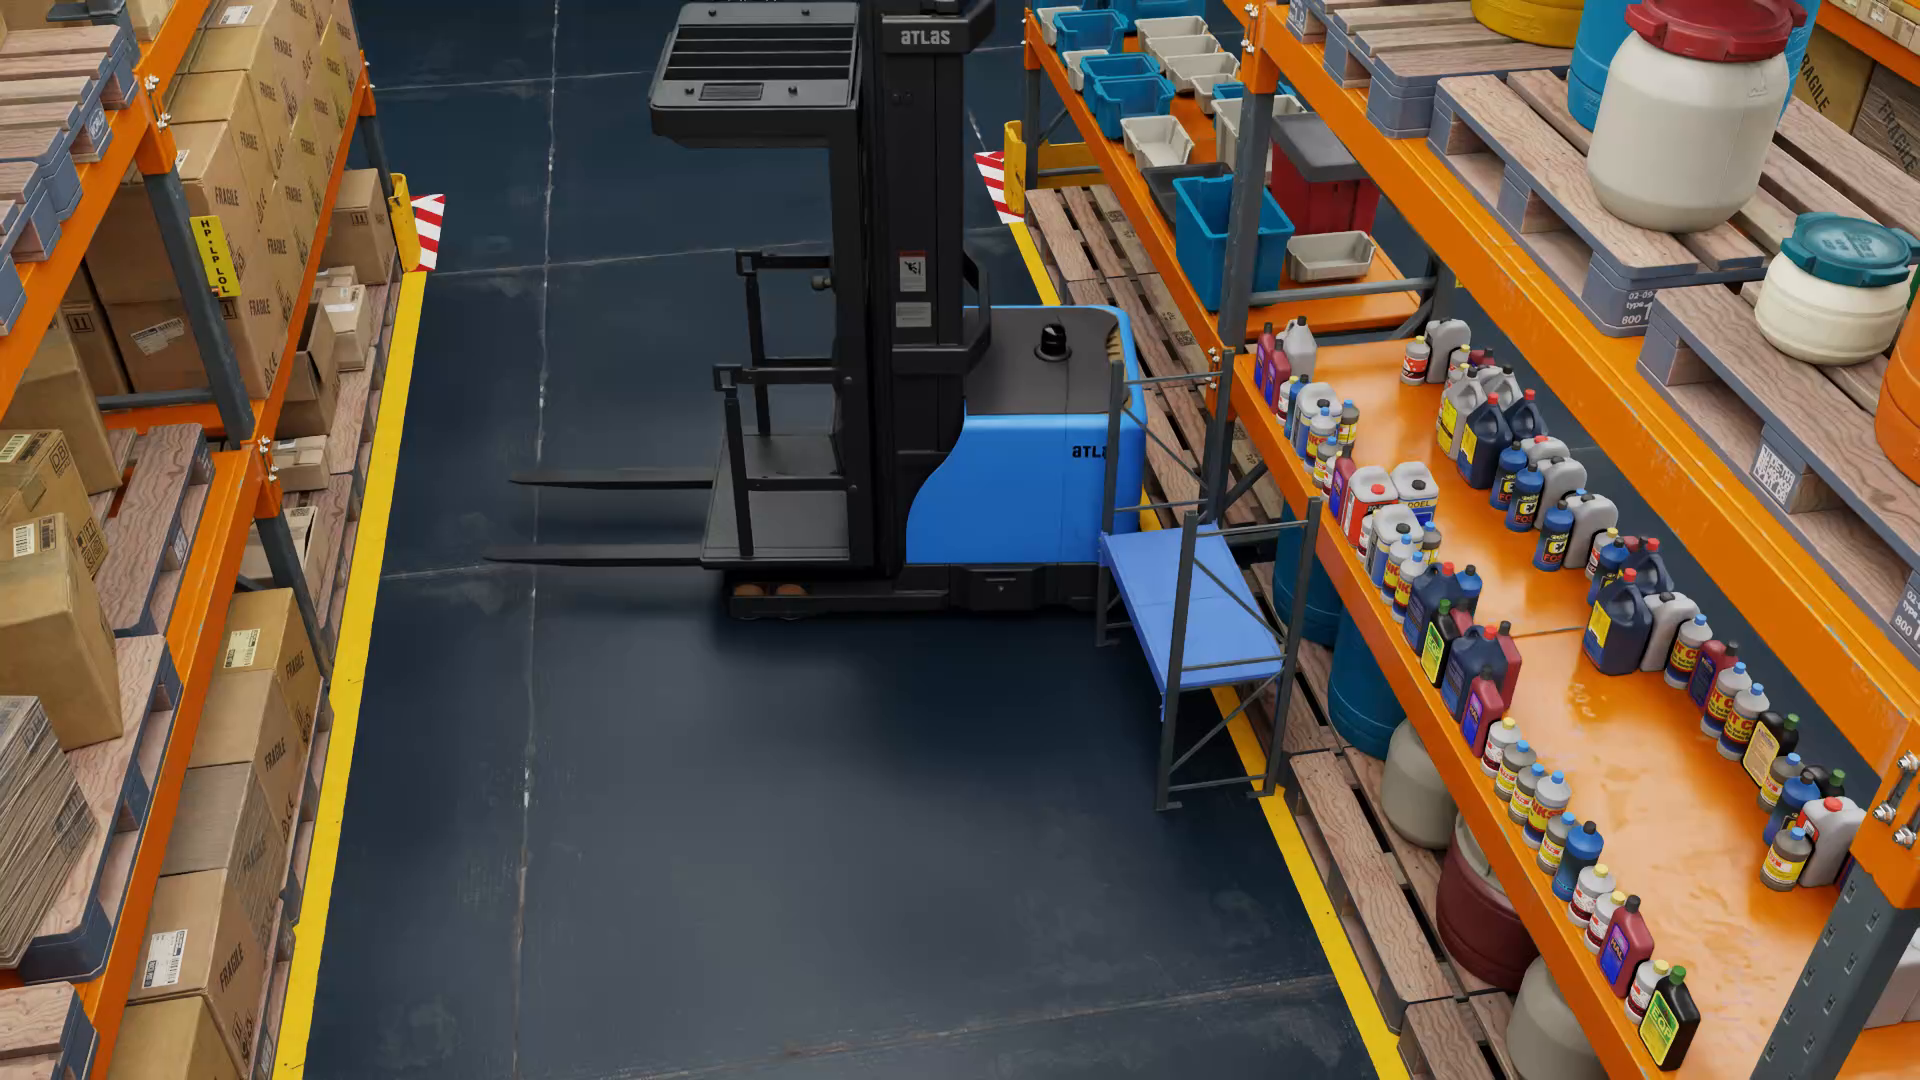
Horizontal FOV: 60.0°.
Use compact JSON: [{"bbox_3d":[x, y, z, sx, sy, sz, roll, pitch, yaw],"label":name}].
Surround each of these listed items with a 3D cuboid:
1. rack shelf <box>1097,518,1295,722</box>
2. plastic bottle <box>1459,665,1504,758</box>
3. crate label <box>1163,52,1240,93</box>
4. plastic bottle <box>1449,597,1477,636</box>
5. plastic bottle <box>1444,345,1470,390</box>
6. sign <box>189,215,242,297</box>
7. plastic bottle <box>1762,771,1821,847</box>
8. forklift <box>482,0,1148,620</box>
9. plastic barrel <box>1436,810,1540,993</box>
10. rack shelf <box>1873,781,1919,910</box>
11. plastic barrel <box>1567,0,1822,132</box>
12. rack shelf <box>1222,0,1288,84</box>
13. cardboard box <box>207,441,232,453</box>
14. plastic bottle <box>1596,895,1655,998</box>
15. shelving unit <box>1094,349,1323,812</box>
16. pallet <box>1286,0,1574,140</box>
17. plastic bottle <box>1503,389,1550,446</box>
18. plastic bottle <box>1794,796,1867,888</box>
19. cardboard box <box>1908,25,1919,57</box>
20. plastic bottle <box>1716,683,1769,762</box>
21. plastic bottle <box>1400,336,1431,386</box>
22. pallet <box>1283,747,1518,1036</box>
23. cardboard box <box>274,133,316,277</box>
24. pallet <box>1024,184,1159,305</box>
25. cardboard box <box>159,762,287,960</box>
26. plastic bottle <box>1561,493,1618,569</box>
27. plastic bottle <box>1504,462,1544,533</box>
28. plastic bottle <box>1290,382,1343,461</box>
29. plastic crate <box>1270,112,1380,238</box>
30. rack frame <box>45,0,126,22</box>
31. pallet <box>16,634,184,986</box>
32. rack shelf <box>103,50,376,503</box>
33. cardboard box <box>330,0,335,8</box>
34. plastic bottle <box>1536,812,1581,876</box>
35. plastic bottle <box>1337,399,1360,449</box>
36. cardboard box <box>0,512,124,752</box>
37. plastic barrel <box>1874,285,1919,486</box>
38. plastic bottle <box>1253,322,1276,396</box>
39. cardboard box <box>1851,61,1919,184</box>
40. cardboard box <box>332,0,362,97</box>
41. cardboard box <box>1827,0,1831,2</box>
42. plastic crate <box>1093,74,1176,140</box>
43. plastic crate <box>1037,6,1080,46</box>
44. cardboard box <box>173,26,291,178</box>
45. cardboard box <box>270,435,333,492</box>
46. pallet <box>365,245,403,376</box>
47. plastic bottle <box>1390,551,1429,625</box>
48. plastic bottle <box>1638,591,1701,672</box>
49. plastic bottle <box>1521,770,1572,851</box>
[{"bbox_3d":[0.947,0.306,6.826,0.538,0.185,1.000,-6,38,-8],"label":"rack shelf"},{"bbox_3d":[1.614,0.525,5.125,0.061,0.283,0.133,-6,38,-8],"label":"plastic bottle"},{"bbox_3d":[1.333,-2.569,9.178,0.396,0.136,0.243,-6,38,-8],"label":"crate label"},{"bbox_3d":[1.618,0.326,5.381,0.061,0.283,0.133,-6,38,-8],"label":"plastic bottle"},{"bbox_3d":[2.039,-0.700,6.768,0.097,0.201,0.097,0,38,0],"label":"plastic bottle"},{"bbox_3d":[-2.728,-1.037,6.096,0.100,0.325,0.005,-6,38,-8],"label":"sign"},{"bbox_3d":[2.413,0.776,4.811,0.097,0.271,0.097,0,38,0],"label":"plastic bottle"},{"bbox_3d":[-0.701,-1.116,7.197,3.031,2.935,1.130,0,38,-1],"label":"forklift"},{"bbox_3d":[2.005,1.178,5.812,0.600,0.588,0.708,-6,38,-8],"label":"plastic barrel"},{"bbox_3d":[2.656,1.675,1.690,1.077,0.370,4.000,-6,38,-8],"label":"rack shelf"},{"bbox_3d":[2.054,-1.583,4.546,0.600,0.901,0.708,-6,38,-8],"label":"plastic barrel"},{"bbox_3d":[1.253,-3.157,7.910,1.077,0.370,4.000,-6,38,-8],"label":"rack shelf"},{"bbox_3d":[-3.784,-0.397,8.049,0.500,0.311,0.500,-6,38,-8],"label":"cardboard box"},{"bbox_3d":[1.774,1.076,4.416,0.061,0.283,0.133,-6,38,-8],"label":"plastic bottle"},{"bbox_3d":[0.946,0.164,6.716,0.538,1.500,1.048,-6,38,-8],"label":"shelving unit"},{"bbox_3d":[1.838,-1.696,5.597,1.213,0.211,1.003,-6,38,-8],"label":"pallet"},{"bbox_3d":[2.120,-0.398,6.257,0.144,0.351,0.185,-6,38,-8],"label":"plastic bottle"},{"bbox_3d":[2.466,0.841,4.724,0.152,0.276,0.135,-6,38,-8],"label":"plastic bottle"},{"bbox_3d":[5.744,-2.872,9.606,0.380,0.149,0.250,-7,38,-8],"label":"cardboard box"},{"bbox_3d":[2.409,0.550,5.102,0.097,0.271,0.097,0,38,0],"label":"plastic bottle"},{"bbox_3d":[1.872,-0.742,6.822,0.097,0.201,0.097,0,38,0],"label":"plastic bottle"},{"bbox_3d":[1.915,1.261,6.354,1.003,0.211,1.213,-6,38,-8],"label":"pallet"},{"bbox_3d":[-3.273,-1.506,7.562,0.500,0.500,0.500,-6,38,-8],"label":"cardboard box"},{"bbox_3d":[1.009,-1.861,10.374,1.003,0.211,1.213,-6,38,-8],"label":"pallet"},{"bbox_3d":[-2.739,1.165,5.884,0.500,0.500,0.500,-6,38,-7],"label":"cardboard box"},{"bbox_3d":[2.208,-0.050,5.870,0.152,0.276,0.135,-6,38,-8],"label":"plastic bottle"},{"bbox_3d":[2.048,-0.163,6.020,0.097,0.271,0.097,0,38,0],"label":"plastic bottle"},{"bbox_3d":[1.374,-0.458,6.396,0.152,0.276,0.135,-6,38,-8],"label":"plastic bottle"},{"bbox_3d":[1.694,-1.664,7.746,0.402,0.464,0.583,-6,38,-8],"label":"plastic crate"},{"bbox_3d":[-3.273,-2.887,4.531,1.000,3.000,0.127,-6,38,-8],"label":"rack frame"},{"bbox_3d":[-2.918,0.800,4.832,1.003,0.211,1.213,-6,38,-8],"label":"pallet"},{"bbox_3d":[-3.624,-1.442,8.148,1.077,0.370,4.000,-6,38,-8],"label":"rack shelf"},{"bbox_3d":[-3.626,-3.129,8.836,0.500,0.500,0.500,-7,38,-8],"label":"cardboard box"},{"bbox_3d":[1.720,0.860,4.760,0.097,0.201,0.097,0,38,0],"label":"plastic bottle"},{"bbox_3d":[1.494,-0.453,6.450,0.097,0.201,0.097,0,38,0],"label":"plastic bottle"},{"bbox_3d":[-2.903,0.337,4.847,0.700,0.500,0.500,-16,41,-19],"label":"cardboard box"},{"bbox_3d":[2.209,-0.496,3.206,0.600,0.830,0.708,-6,38,-8],"label":"plastic barrel"},{"bbox_3d":[1.248,-0.735,6.746,0.061,0.283,0.133,-6,38,-8],"label":"plastic bottle"},{"bbox_3d":[6.129,-2.397,10.179,0.875,0.875,0.875,-6,38,-8],"label":"cardboard box"},{"bbox_3d":[-3.628,-2.732,9.141,0.500,0.500,0.500,-5,38,-7],"label":"cardboard box"},{"bbox_3d":[5.563,-3.493,10.406,0.380,0.149,0.250,-7,38,-9],"label":"cardboard box"},{"bbox_3d":[0.905,-2.261,8.703,0.416,0.233,0.300,-6,38,-8],"label":"plastic crate"},{"bbox_3d":[0.597,-2.997,9.729,0.250,0.136,0.298,-6,38,-8],"label":"plastic crate"},{"bbox_3d":[-3.260,-1.889,7.241,0.500,0.500,0.500,-7,38,-9],"label":"cardboard box"},{"bbox_3d":[-3.295,-0.371,8.134,0.380,0.166,0.250,-6,38,-8],"label":"cardboard box"},{"bbox_3d":[-3.821,-1.306,9.659,1.003,0.211,1.213,-6,38,-8],"label":"pallet"},{"bbox_3d":[1.523,0.154,5.612,0.097,0.271,0.097,0,38,0],"label":"plastic bottle"},{"bbox_3d":[2.304,0.283,5.442,0.152,0.276,0.135,-6,38,-8],"label":"plastic bottle"},{"bbox_3d":[1.703,0.774,4.814,0.097,0.271,0.097,0,38,0],"label":"plastic bottle"}]
